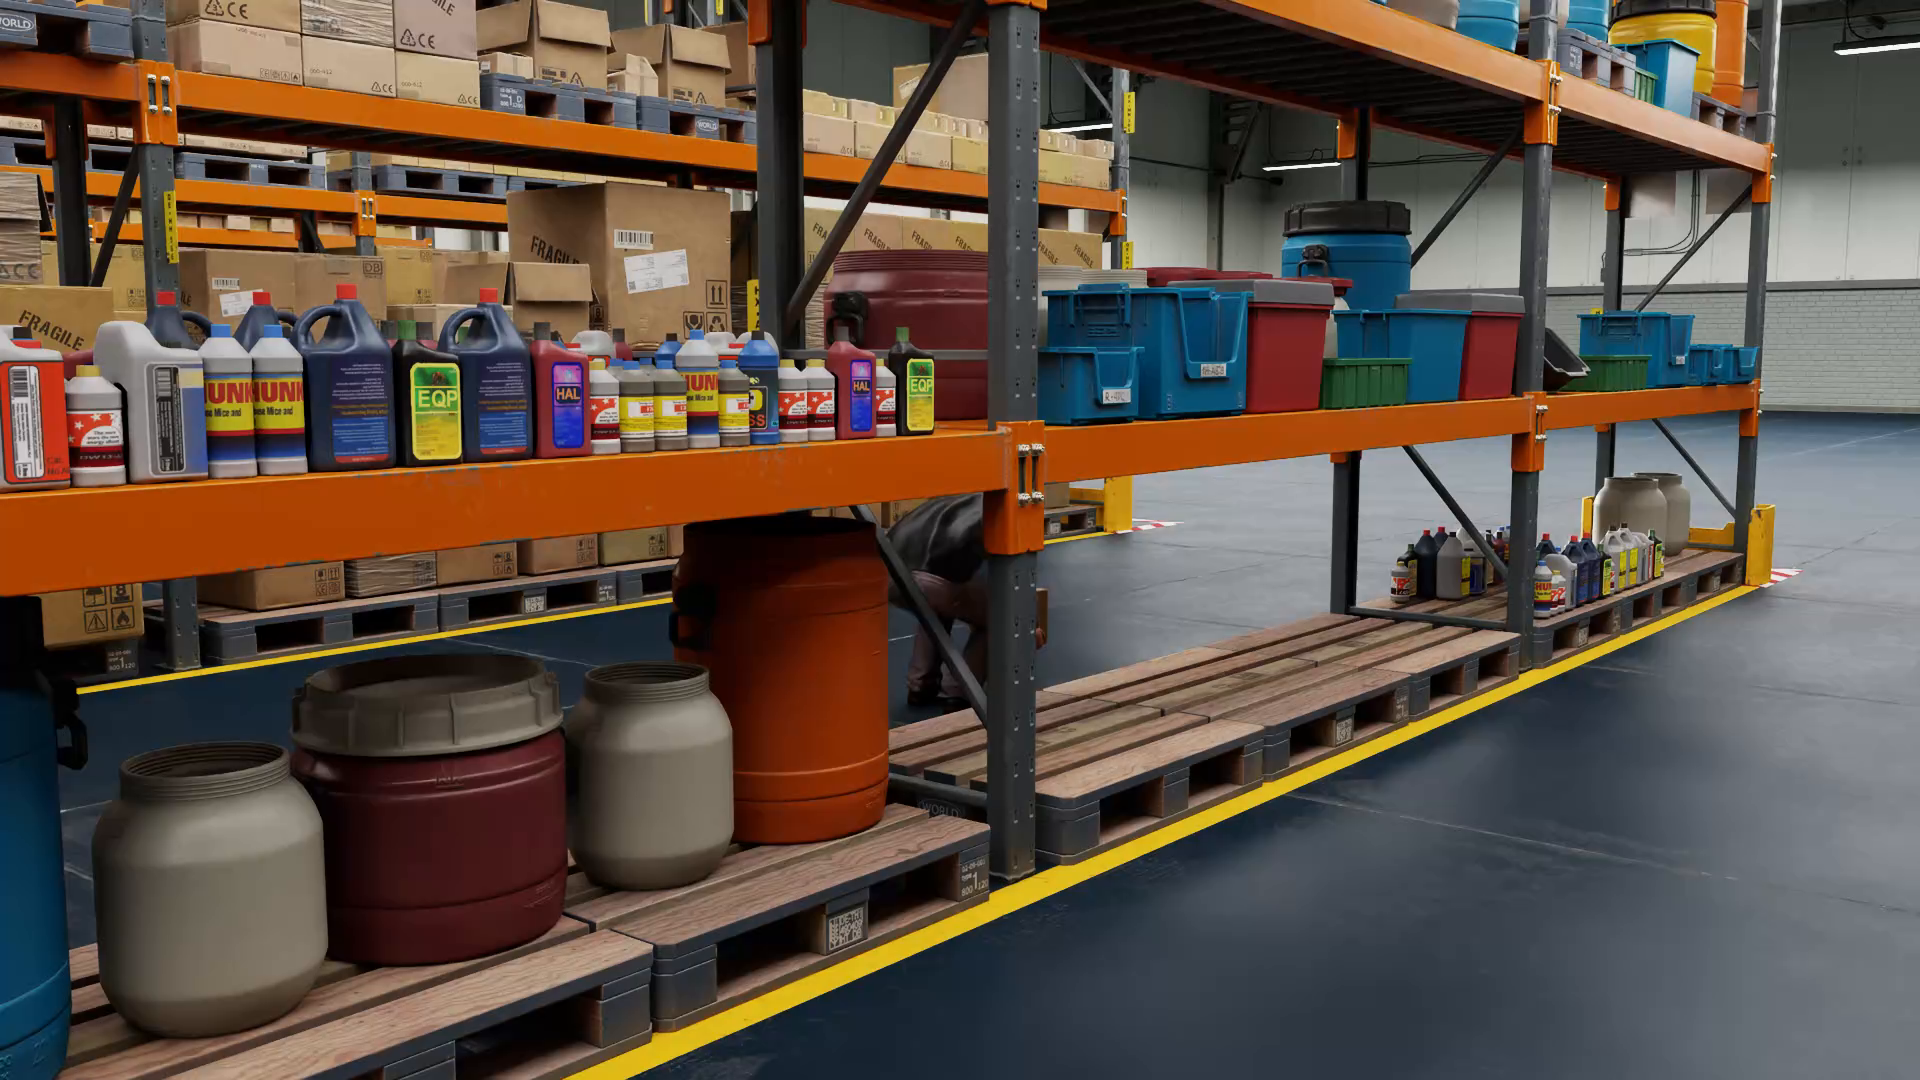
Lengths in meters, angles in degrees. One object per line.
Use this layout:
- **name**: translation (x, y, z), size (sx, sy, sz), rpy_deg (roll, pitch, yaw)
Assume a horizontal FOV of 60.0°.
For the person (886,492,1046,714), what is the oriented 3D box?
- **person**: translation (0.022, 0.229, 7.217), size (0.506, 0.954, 0.898), rpy_deg (5, 8, 37)
